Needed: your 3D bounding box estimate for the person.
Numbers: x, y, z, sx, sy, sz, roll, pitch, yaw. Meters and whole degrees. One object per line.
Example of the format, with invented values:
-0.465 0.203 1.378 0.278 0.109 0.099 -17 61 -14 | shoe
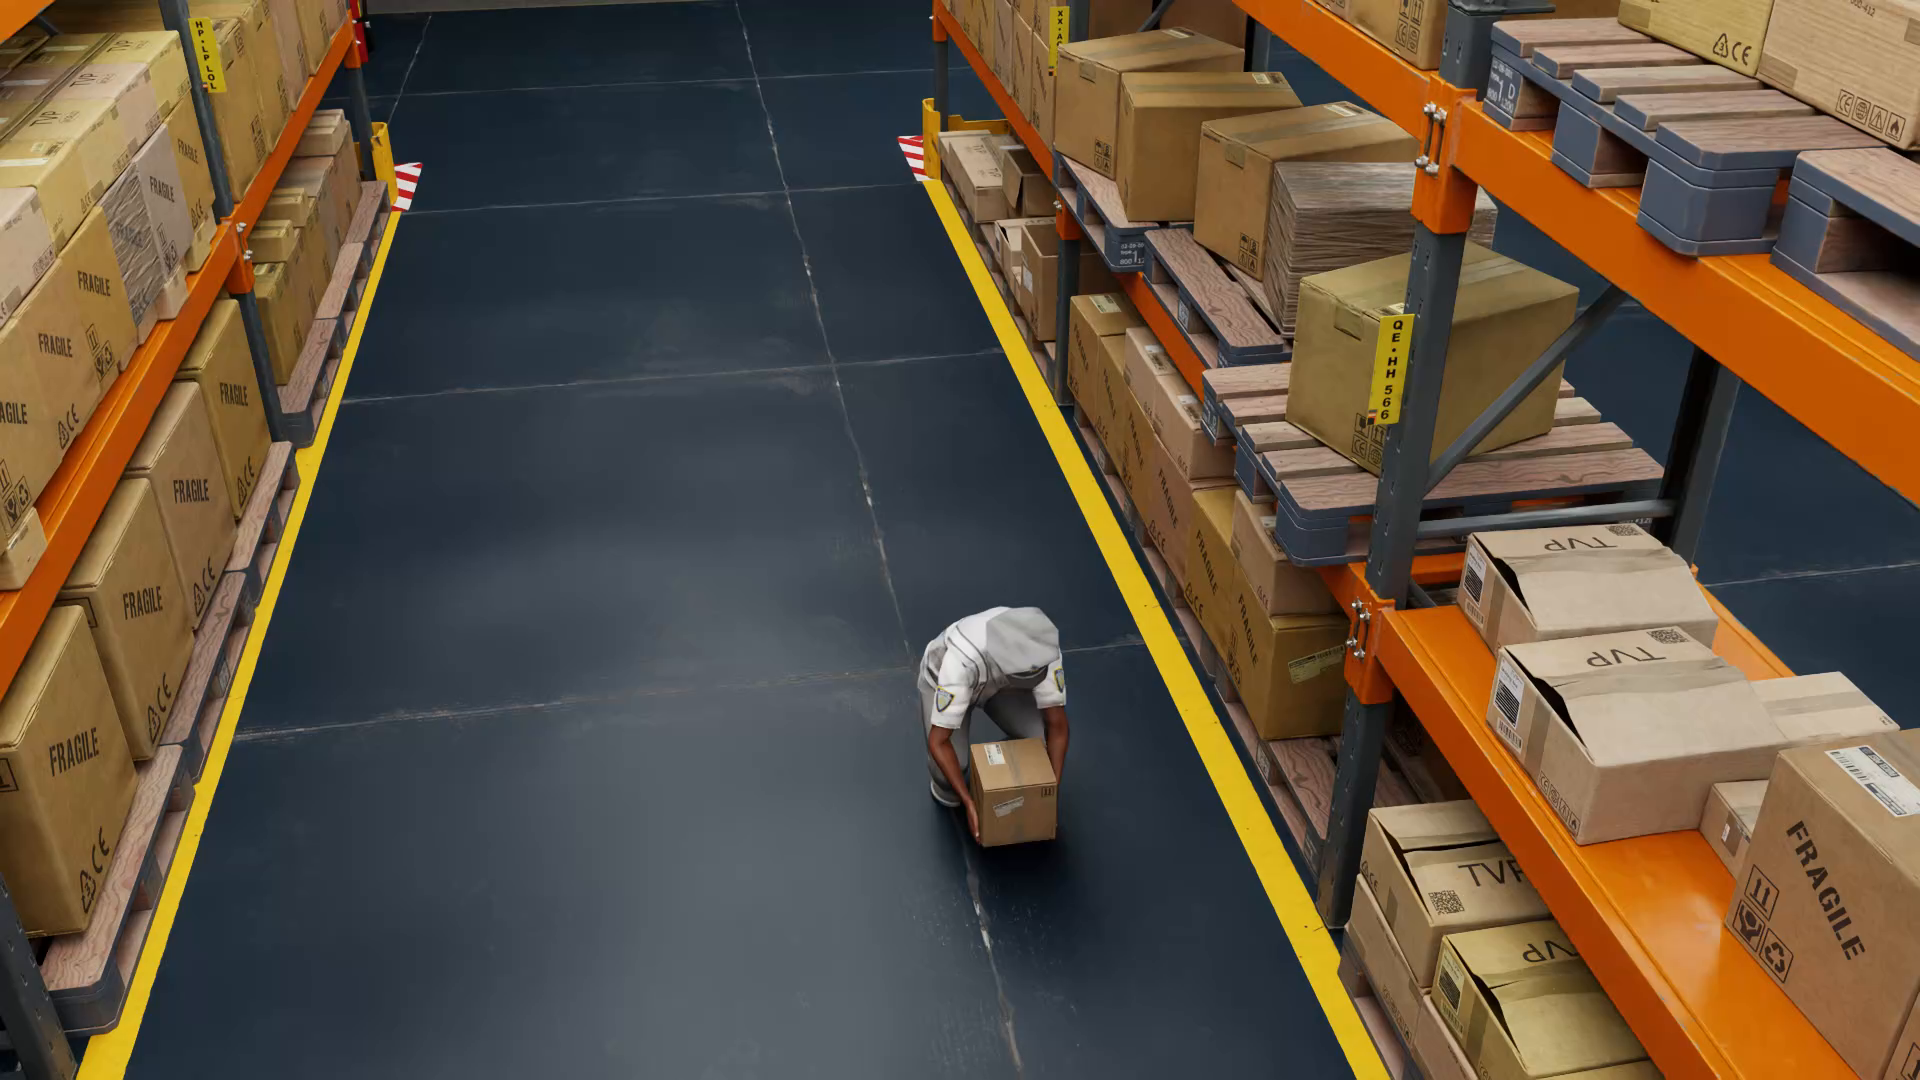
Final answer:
0.103 0.569 5.886 0.499 0.957 0.833 -6 31 -10 | person
